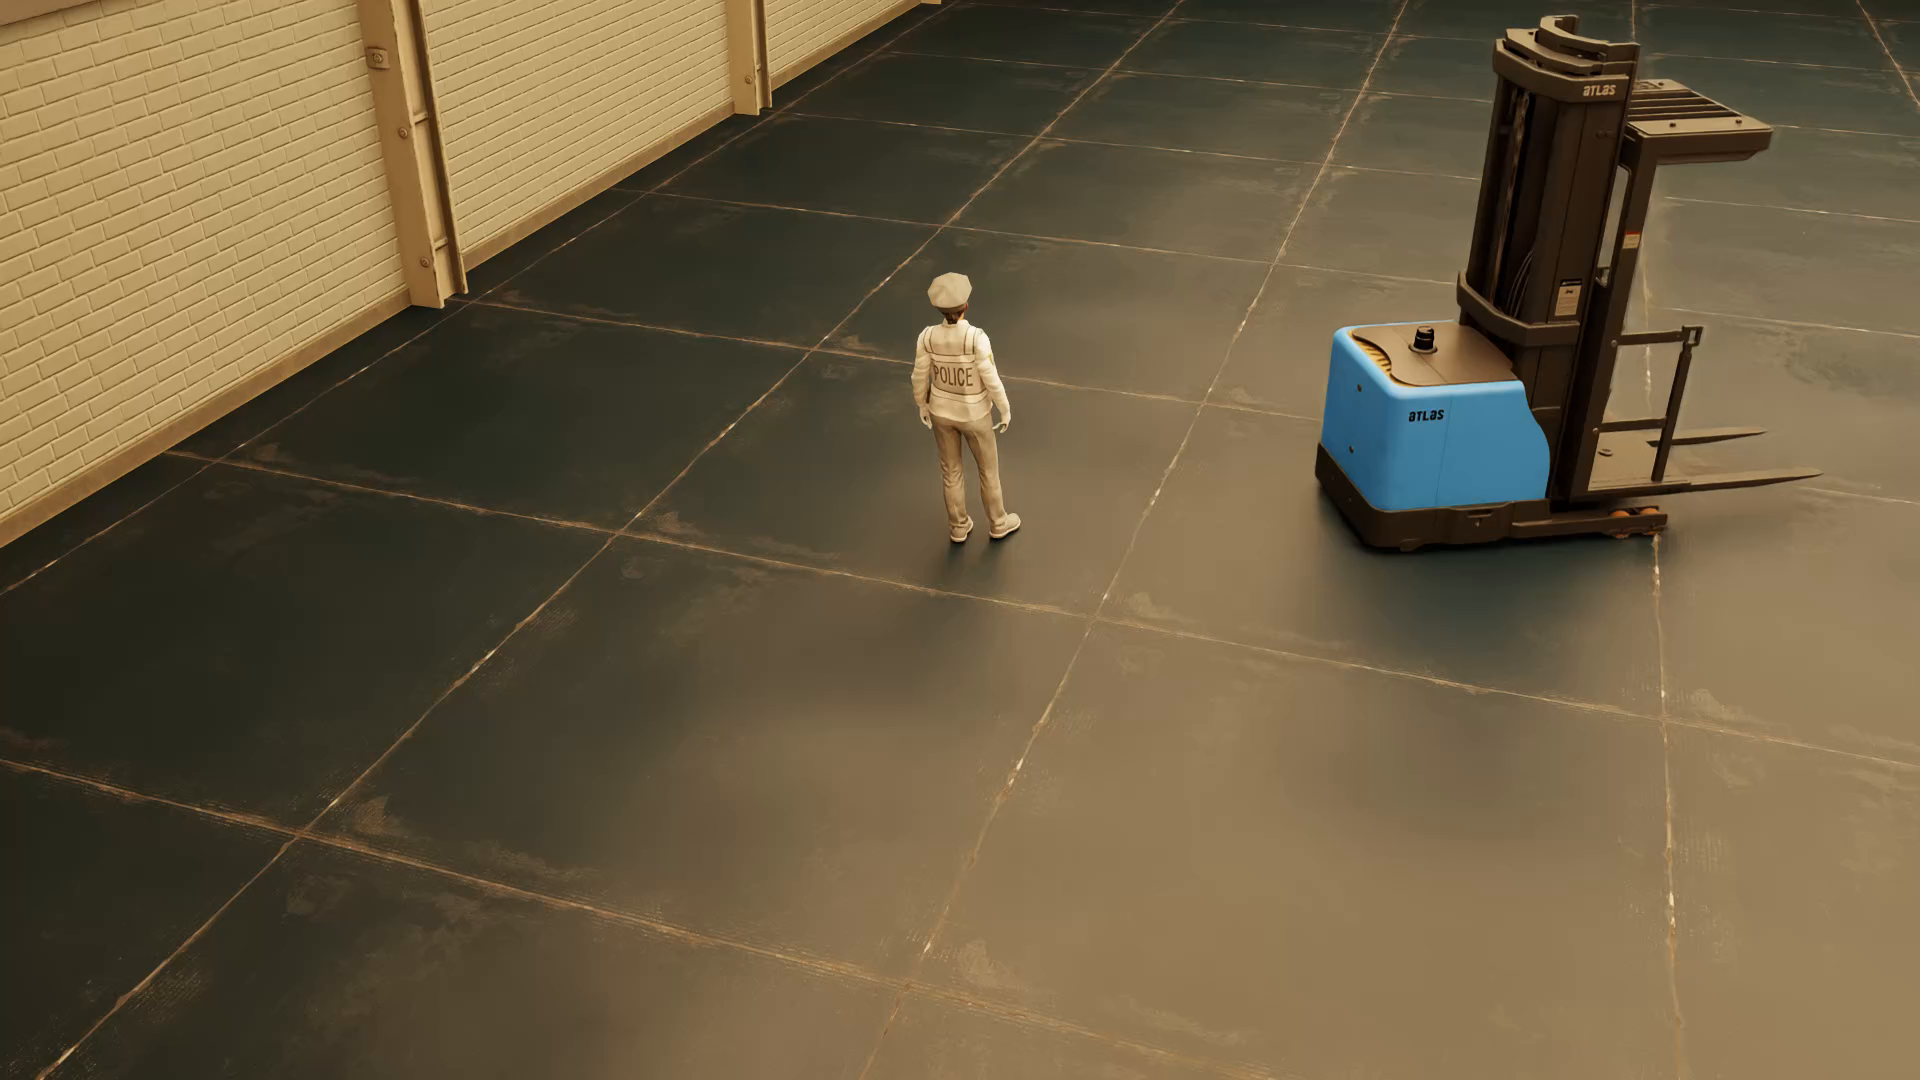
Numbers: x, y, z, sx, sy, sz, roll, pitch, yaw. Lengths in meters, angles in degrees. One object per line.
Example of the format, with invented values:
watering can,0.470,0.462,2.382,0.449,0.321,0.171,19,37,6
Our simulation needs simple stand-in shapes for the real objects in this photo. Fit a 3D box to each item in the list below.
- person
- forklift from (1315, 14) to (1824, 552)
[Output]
person,0.028,-0.774,9.727,0.587,1.695,0.531,10,31,16
forklift,3.844,-1.537,9.832,3.031,2.935,1.130,-5,30,-8
